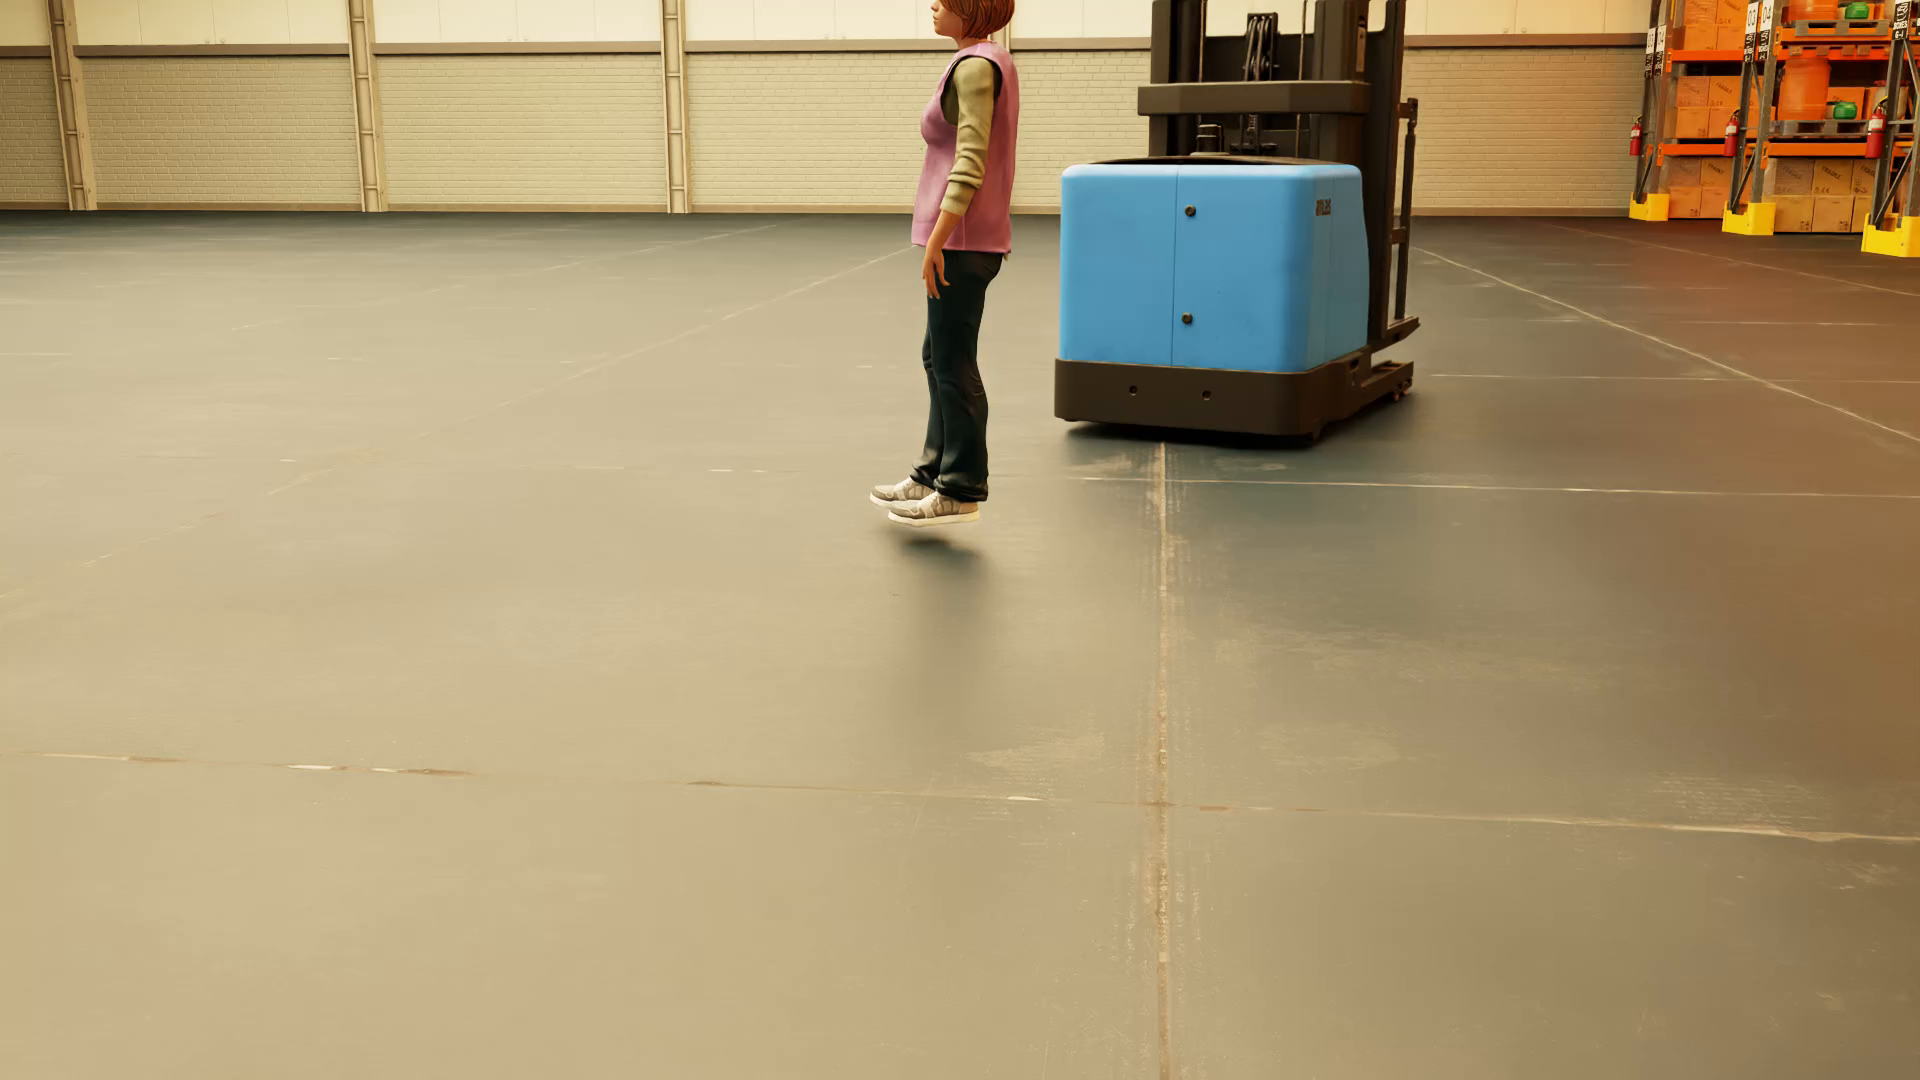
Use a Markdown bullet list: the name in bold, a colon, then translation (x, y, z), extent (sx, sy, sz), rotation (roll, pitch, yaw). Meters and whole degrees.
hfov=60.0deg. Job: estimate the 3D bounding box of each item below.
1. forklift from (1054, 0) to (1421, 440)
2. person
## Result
- **forklift**: translation (1.497, -2.107, 7.517), extent (1.130, 2.935, 3.031), rotation (7, 15, 26)
- **person**: translation (-0.072, -0.829, 4.776), extent (0.473, 1.599, 0.519), rotation (2, 13, 7)
